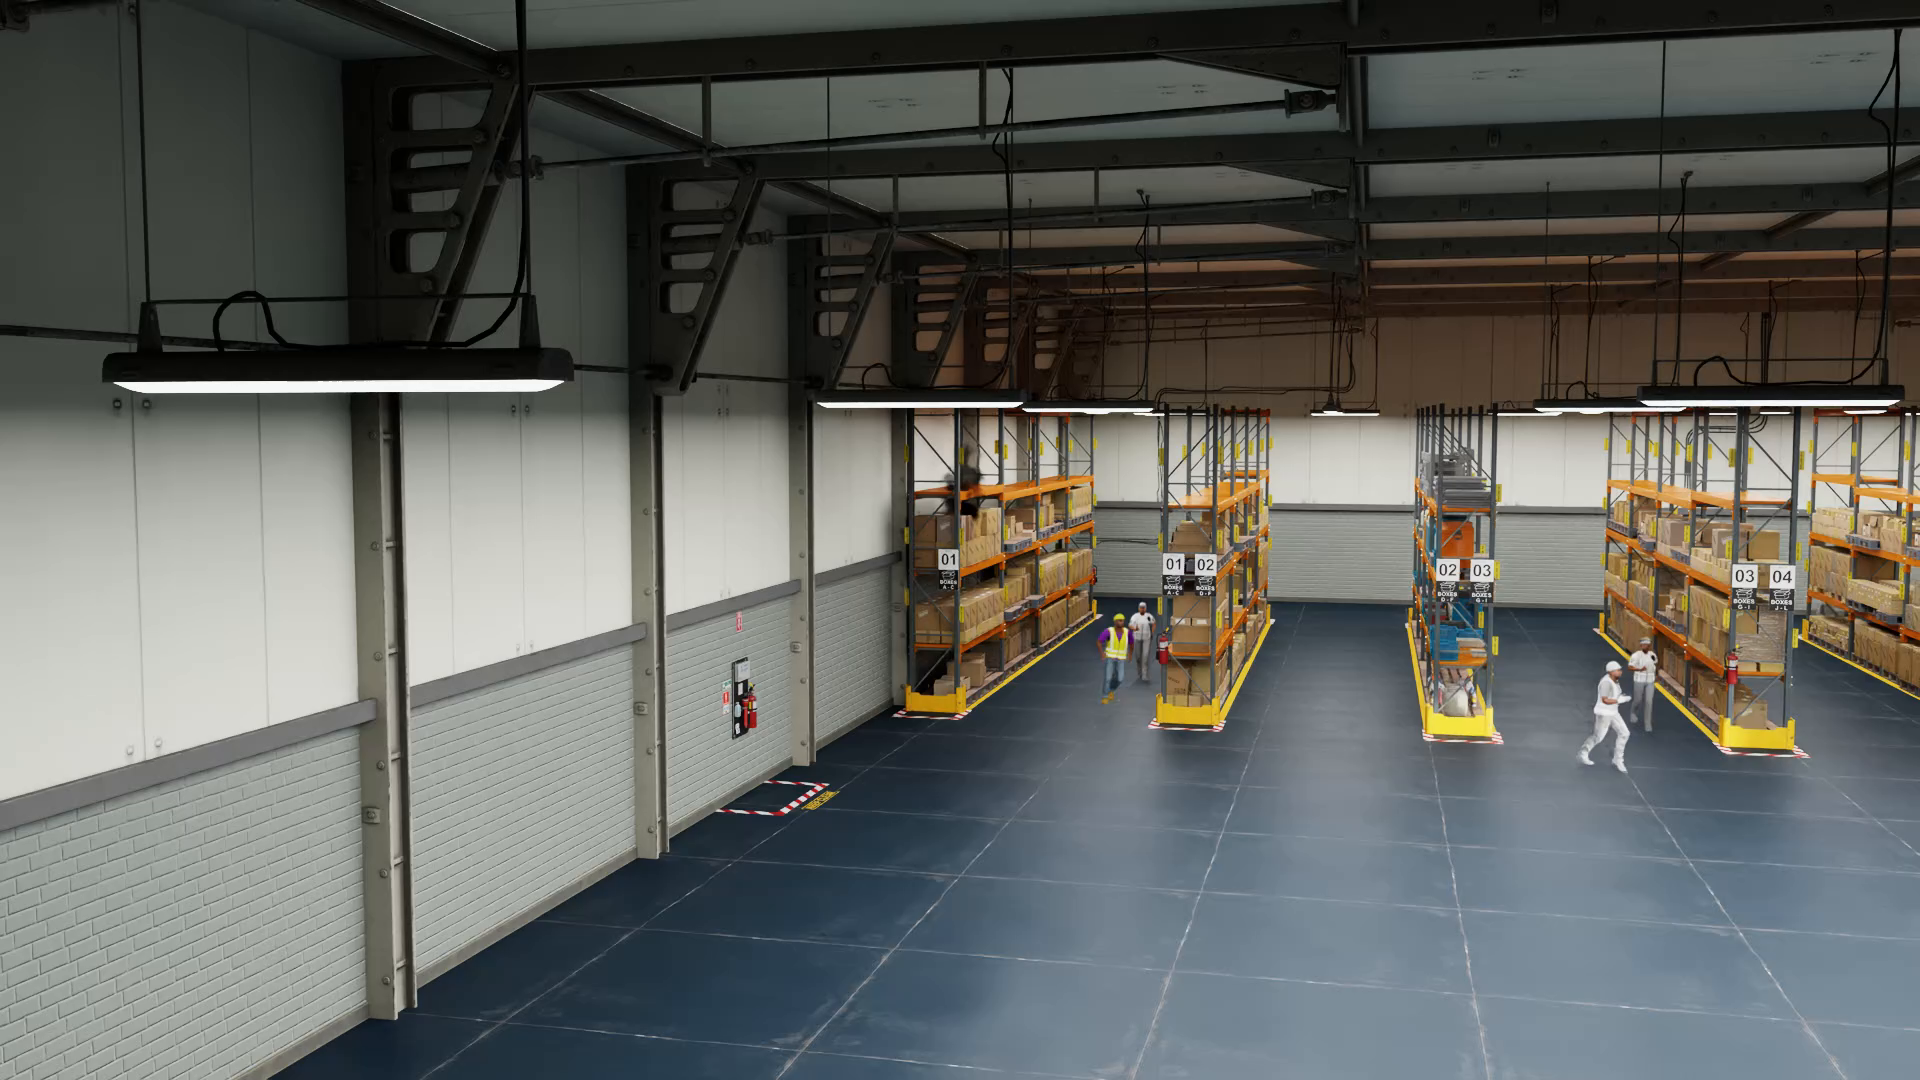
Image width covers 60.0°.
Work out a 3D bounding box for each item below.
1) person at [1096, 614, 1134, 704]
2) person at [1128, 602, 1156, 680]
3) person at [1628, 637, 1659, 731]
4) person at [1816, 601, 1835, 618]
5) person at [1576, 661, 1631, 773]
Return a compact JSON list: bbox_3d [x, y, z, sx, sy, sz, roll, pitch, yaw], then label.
[{"bbox_3d":[2.987,2.279,31.814,0.761,1.723,0.502,-1,4,-8],"label":"person"},{"bbox_3d":[4.014,2.200,36.635,0.606,1.666,0.873,1,4,8],"label":"person"},{"bbox_3d":[12.611,2.621,30.664,0.609,1.686,0.859,0,4,6],"label":"person"},{"bbox_3d":[23.065,1.692,44.155,0.712,1.704,0.555,3,5,34],"label":"person"},{"bbox_3d":[10.515,2.869,27.102,0.854,1.819,0.711,3,5,39],"label":"person"}]
